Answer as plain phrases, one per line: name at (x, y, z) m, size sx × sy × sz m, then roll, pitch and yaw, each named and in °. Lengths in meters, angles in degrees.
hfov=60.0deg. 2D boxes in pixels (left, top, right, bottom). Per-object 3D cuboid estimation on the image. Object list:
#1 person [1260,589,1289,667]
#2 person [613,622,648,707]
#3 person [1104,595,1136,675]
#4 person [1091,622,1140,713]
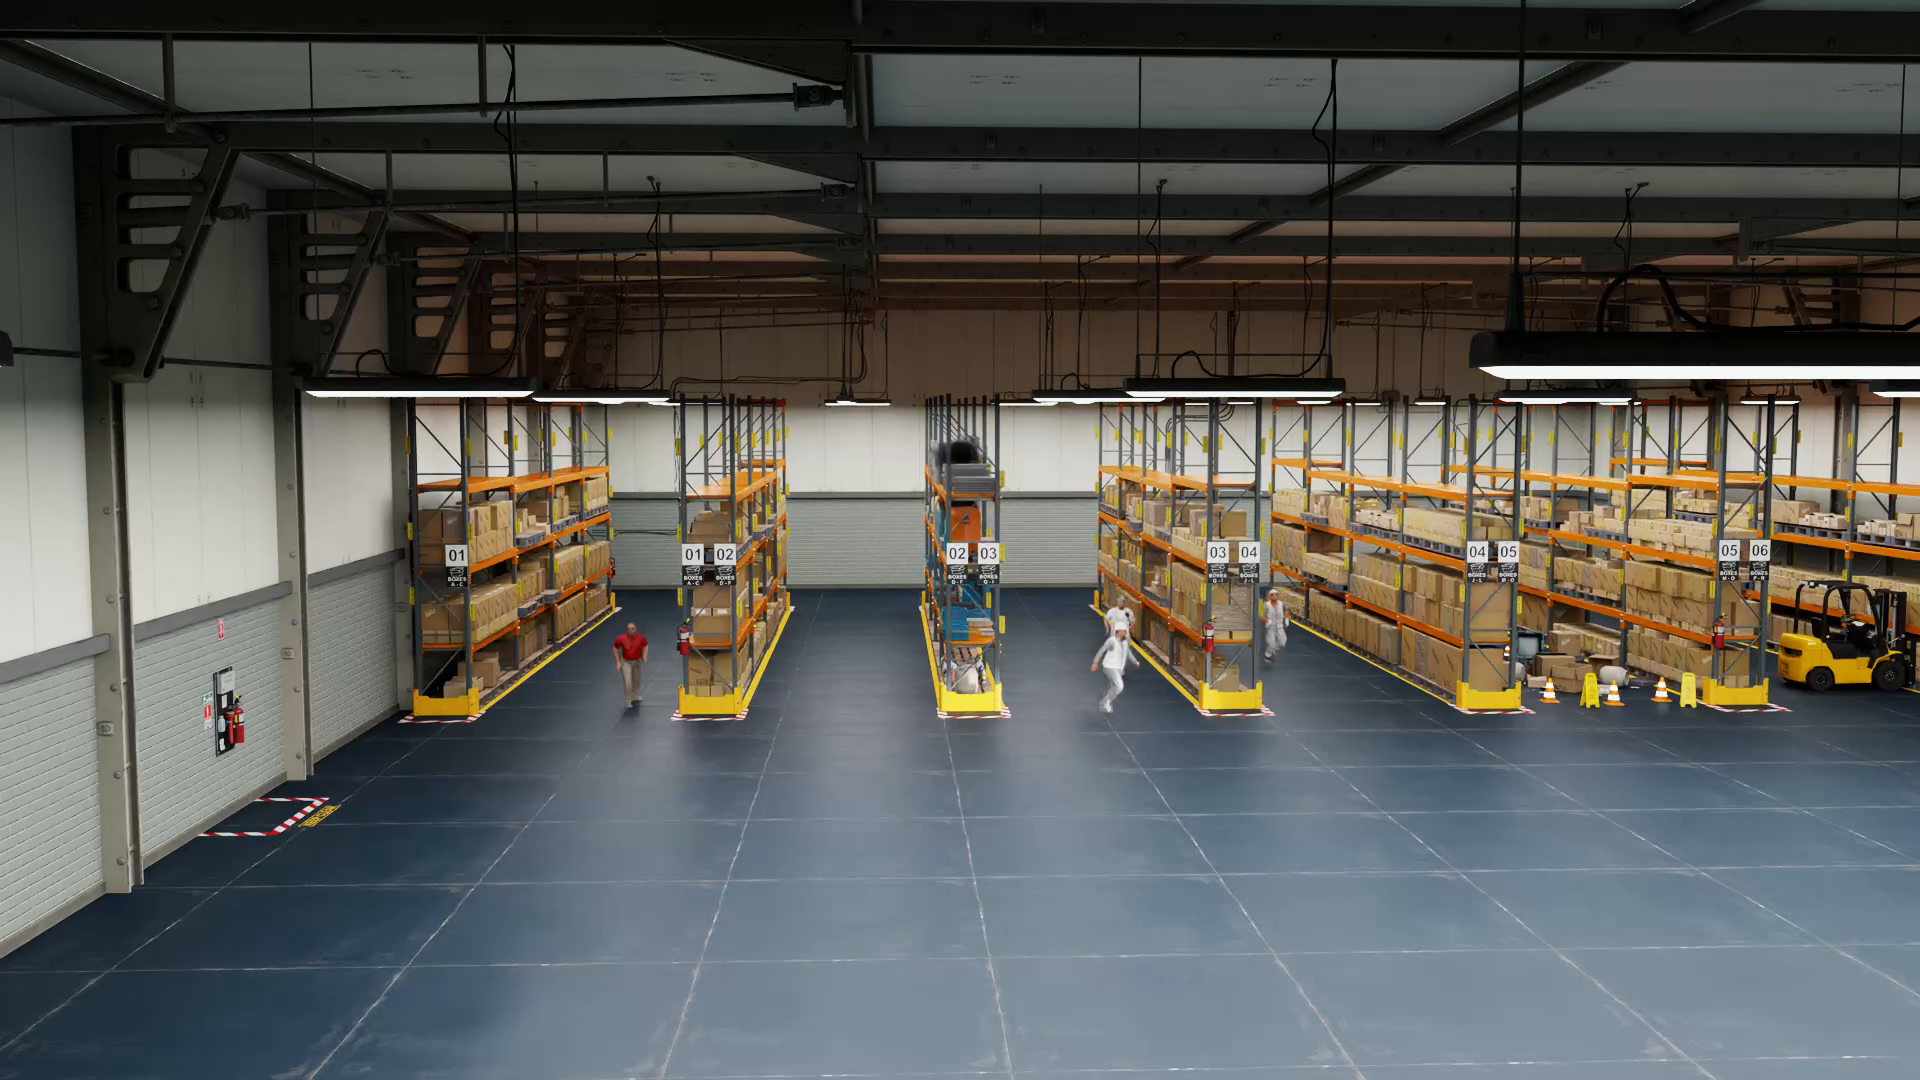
person at (6.972, 1.952, 36.697) m, size 0.706 × 1.734 × 0.692 m, roll -1°, pitch 5°, yaw -9°
person at (-6.332, 2.382, 32.065) m, size 0.705 × 1.655 × 0.877 m, roll -3°, pitch 6°, yaw -36°
person at (3.429, 2.042, 35.431) m, size 0.637 × 1.754 × 0.656 m, roll -1°, pitch 5°, yaw -7°
person at (2.953, 2.395, 31.177) m, size 0.788 × 1.737 × 0.644 m, roll 4°, pitch 6°, yaw 39°
